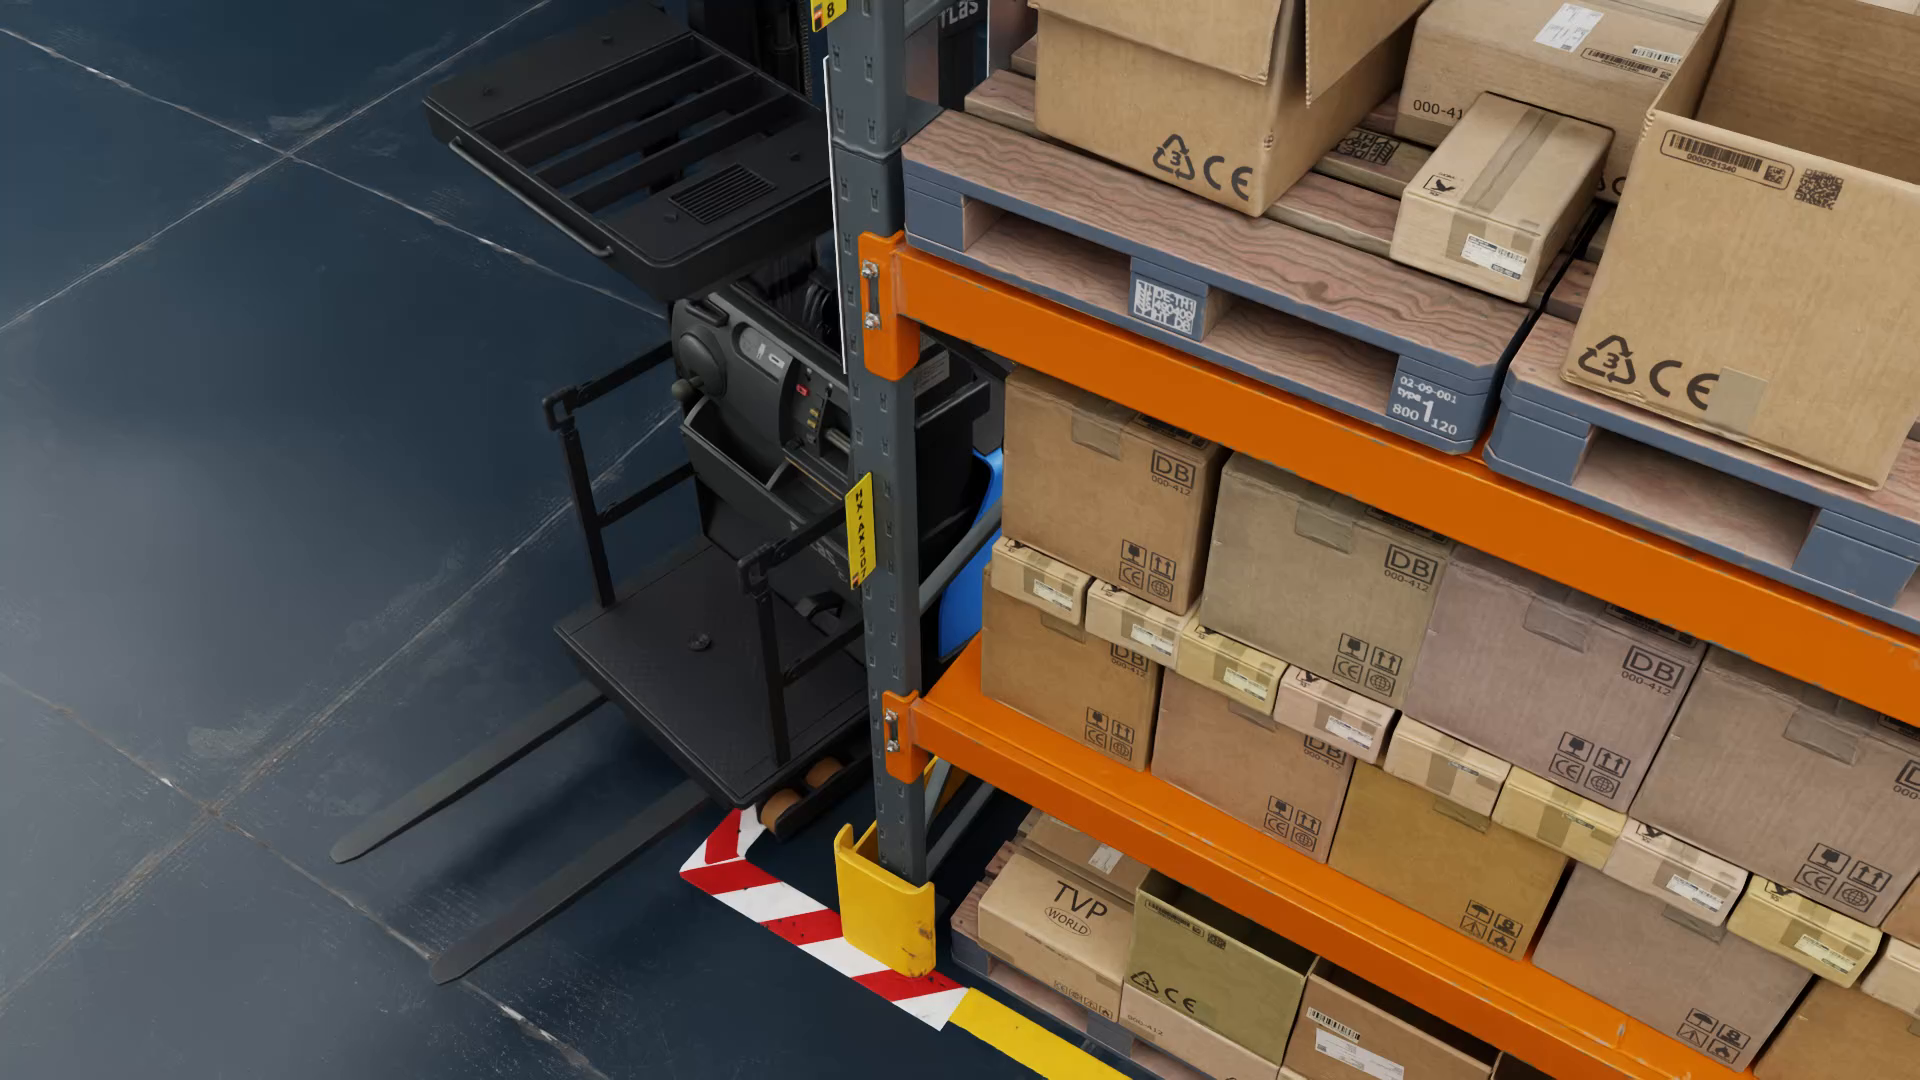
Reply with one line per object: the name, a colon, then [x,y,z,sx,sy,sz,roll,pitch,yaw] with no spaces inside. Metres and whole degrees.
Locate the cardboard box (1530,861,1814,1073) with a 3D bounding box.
cardboard box: [1.757,0.730,3.879,0.500,0.500,0.700,26,51,23]

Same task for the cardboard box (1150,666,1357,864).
cardboard box: [0.897,0.333,4.265,0.500,0.500,0.700,26,51,23]

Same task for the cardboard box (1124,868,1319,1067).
cardboard box: [0.819,1.064,4.727,0.500,0.500,0.500,25,51,22]

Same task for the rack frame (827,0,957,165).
rack frame: [0.066,-2.112,2.528,0.127,3.000,1.000,25,51,22]

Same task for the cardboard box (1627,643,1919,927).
cardboard box: [1.789,0.289,3.403,0.500,0.500,0.700,25,51,22]

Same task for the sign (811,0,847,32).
sign: [-0.239,-1.066,2.938,0.005,0.325,0.100,25,51,22]

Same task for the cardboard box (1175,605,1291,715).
cardboard box: [0.713,0.198,3.944,0.250,0.149,0.380,25,51,22]

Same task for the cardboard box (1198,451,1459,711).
cardboard box: [0.942,-0.099,3.780,0.500,0.500,0.700,23,50,21]

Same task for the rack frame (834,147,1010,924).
rack frame: [0.066,-0.021,4.679,0.127,3.000,1.000,25,51,22]

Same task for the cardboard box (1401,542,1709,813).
cardboard box: [1.367,0.096,3.591,0.500,0.500,0.700,25,51,22]

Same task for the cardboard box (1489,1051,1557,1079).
cardboard box: [1.658,1.453,4.348,0.500,0.500,0.500,25,51,22]

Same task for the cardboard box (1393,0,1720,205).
cardboard box: [1.178,-0.923,3.178,0.500,0.250,0.500,25,51,22]

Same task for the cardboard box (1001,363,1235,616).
cardboard box: [0.496,-0.299,3.975,0.500,0.500,0.700,25,51,22]

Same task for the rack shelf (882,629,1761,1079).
rack shelf: [1.749,1.004,4.185,4.000,0.370,1.077,25,51,22]

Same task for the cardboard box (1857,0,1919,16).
cardboard box: [1.646,-0.729,2.947,0.500,0.311,0.500,31,53,26]

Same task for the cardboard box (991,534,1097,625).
cardboard box: [0.280,0.000,4.137,0.250,0.149,0.380,24,51,22]

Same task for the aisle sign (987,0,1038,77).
aisle sign: [0.169,-1.130,3.944,0.004,0.787,0.394,25,51,22]

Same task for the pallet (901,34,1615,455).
pallet: [0.647,-0.747,3.354,1.213,0.211,1.003,25,51,22]

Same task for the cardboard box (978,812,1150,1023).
cardboard box: [0.397,1.132,5.182,0.500,0.250,0.500,25,51,22]

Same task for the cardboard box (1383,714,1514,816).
cardboard box: [1.150,0.398,3.749,0.250,0.149,0.380,23,50,21]

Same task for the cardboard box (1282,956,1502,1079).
cardboard box: [1.247,1.249,4.546,0.500,0.500,0.500,25,51,22]

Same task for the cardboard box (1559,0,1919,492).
cardboard box: [1.316,-0.489,2.582,0.500,0.500,0.500,25,51,22]

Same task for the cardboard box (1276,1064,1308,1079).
cardboard box: [1.241,1.518,4.808,0.500,0.250,0.500,25,51,22]

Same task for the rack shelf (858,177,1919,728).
rack shelf: [1.749,-0.042,3.109,4.000,0.370,1.077,25,51,22]

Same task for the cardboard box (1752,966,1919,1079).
cardboard box: [2.188,0.928,3.687,0.500,0.500,0.700,25,51,23]

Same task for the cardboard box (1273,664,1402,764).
cardboard box: [0.924,0.297,3.848,0.250,0.149,0.380,24,50,22]

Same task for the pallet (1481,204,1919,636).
pallet: [1.678,-0.275,2.896,1.213,0.211,1.003,25,51,22]

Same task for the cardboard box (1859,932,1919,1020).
cardboard box: [2.020,0.798,3.361,0.250,0.149,0.380,26,51,23]

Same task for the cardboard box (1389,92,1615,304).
cardboard box: [0.961,-0.612,2.947,0.250,0.149,0.380,25,51,22]

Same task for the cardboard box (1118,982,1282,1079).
cardboard box: [0.820,1.324,4.997,0.500,0.250,0.500,25,51,22]

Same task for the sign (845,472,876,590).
sign: [-0.239,-0.018,4.017,0.005,0.325,0.100,25,51,22]

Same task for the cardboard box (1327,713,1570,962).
cardboard box: [1.311,0.528,4.075,0.500,0.500,0.700,25,51,22]

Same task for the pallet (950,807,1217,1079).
pallet: [0.732,1.221,5.416,1.213,0.211,1.003,25,51,22]

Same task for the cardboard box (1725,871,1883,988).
cardboard box: [1.795,0.697,3.459,0.250,0.149,0.380,26,51,23]

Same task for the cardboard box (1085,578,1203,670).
cardboard box: [0.504,0.100,4.039,0.250,0.149,0.380,23,50,21]

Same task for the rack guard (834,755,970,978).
rack guard: [0.046,0.840,5.585,0.348,0.500,1.175,25,51,22]

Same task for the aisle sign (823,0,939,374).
aisle sign: [-0.155,-0.768,3.592,0.004,0.787,0.394,25,51,22]

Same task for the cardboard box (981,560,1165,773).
cardboard box: [0.452,0.132,4.460,0.500,0.500,0.700,25,51,22]

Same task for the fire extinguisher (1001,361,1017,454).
fire extinguisher: [0.217,-0.321,5.024,0.183,0.674,0.296,25,51,22]

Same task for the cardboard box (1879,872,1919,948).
cardboard box: [2.209,0.483,3.215,0.500,0.500,0.700,25,51,22]

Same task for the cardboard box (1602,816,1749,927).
cardboard box: [1.573,0.595,3.558,0.250,0.149,0.380,25,51,22]

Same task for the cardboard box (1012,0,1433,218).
cardboard box: [0.547,-1.073,3.147,0.637,0.503,0.797,28,52,25]

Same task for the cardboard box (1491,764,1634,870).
cardboard box: [1.365,0.497,3.653,0.250,0.149,0.380,24,50,22]

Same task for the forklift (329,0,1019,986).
forklift: [-0.748,-0.423,5.117,3.031,2.935,1.130,-35,55,-29]
